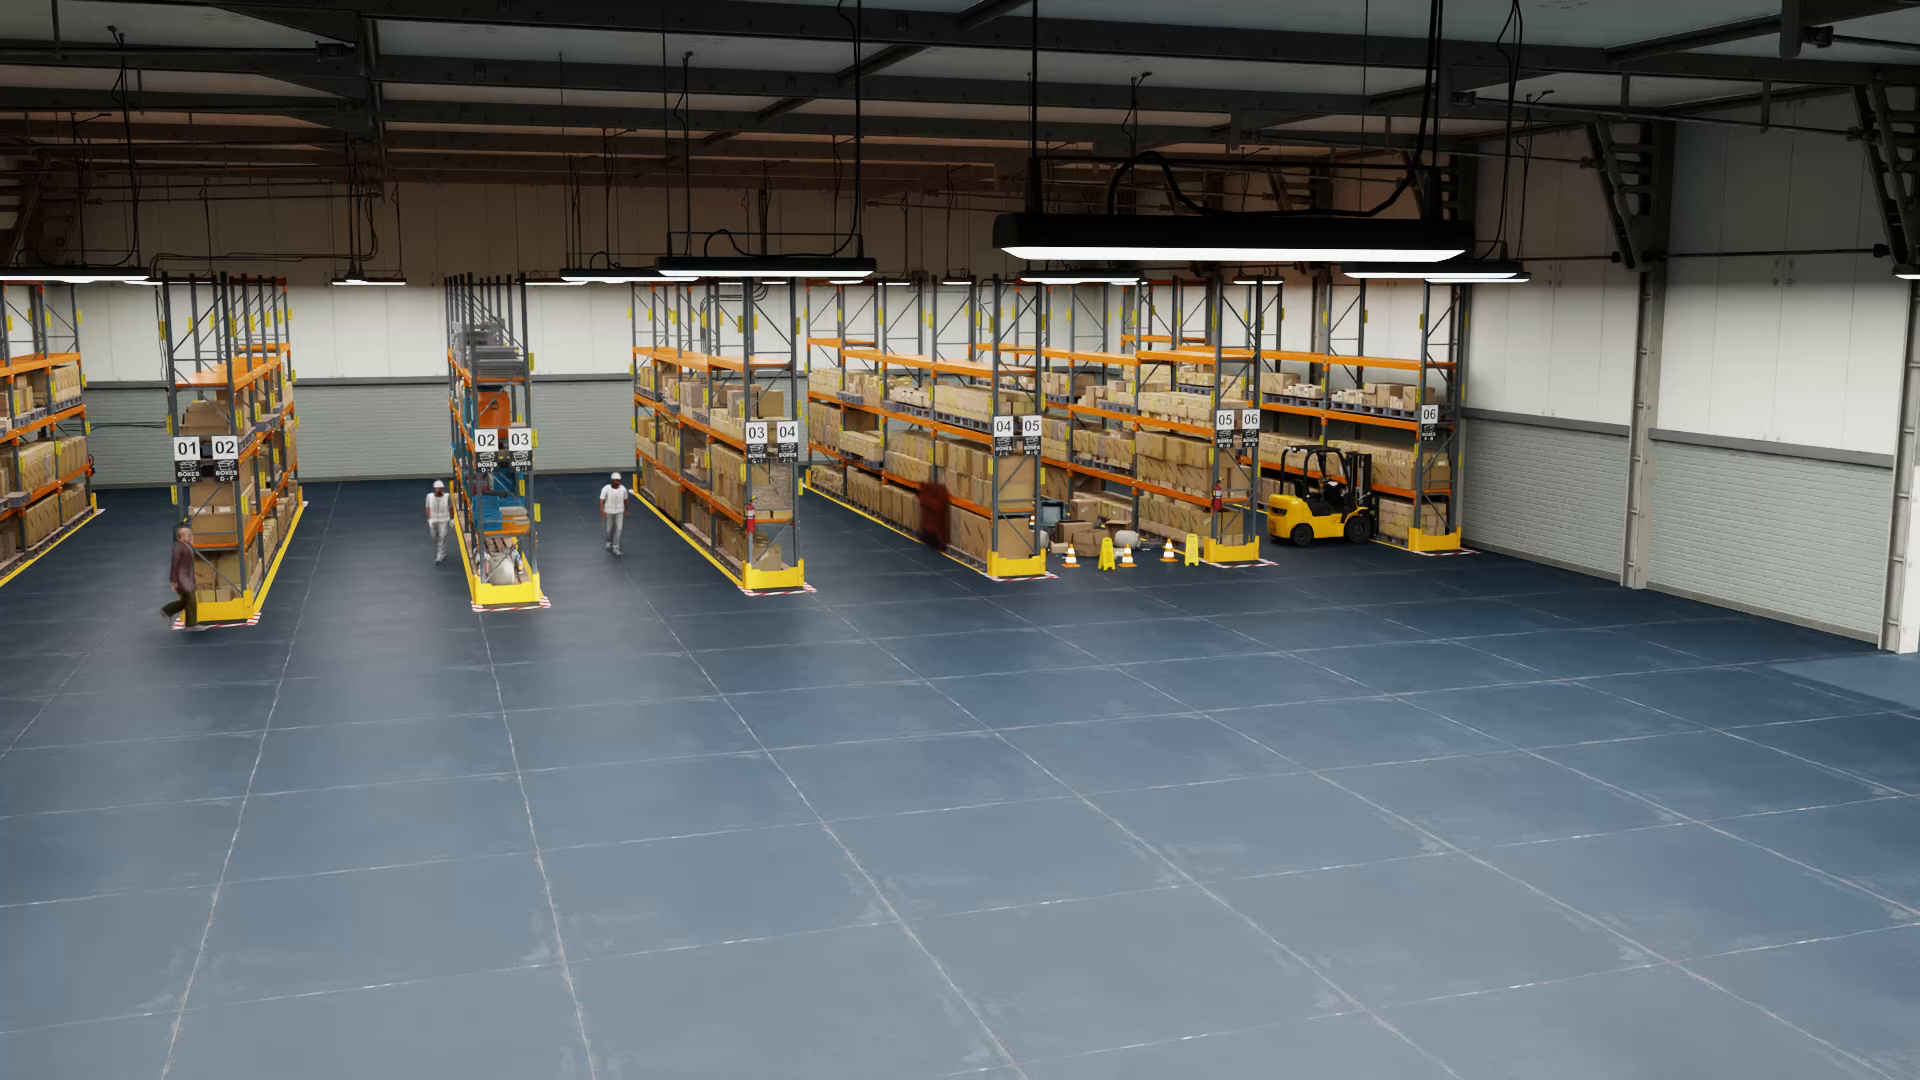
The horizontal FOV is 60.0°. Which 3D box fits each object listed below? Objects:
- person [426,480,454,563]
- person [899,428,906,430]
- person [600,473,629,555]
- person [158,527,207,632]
[{"bbox_3d":[-10.979,-0.407,35.064,0.546,1.707,1.123,-1,9,-6],"label":"person"},{"bbox_3d":[-1.577,-2.286,47.335,0.459,1.767,0.576,8,12,42],"label":"person"},{"bbox_3d":[-7.538,-0.590,36.325,0.661,1.766,0.773,-4,9,-24],"label":"person"},{"bbox_3d":[-13.076,0.654,27.859,0.892,1.749,0.606,0,9,1],"label":"person"}]
